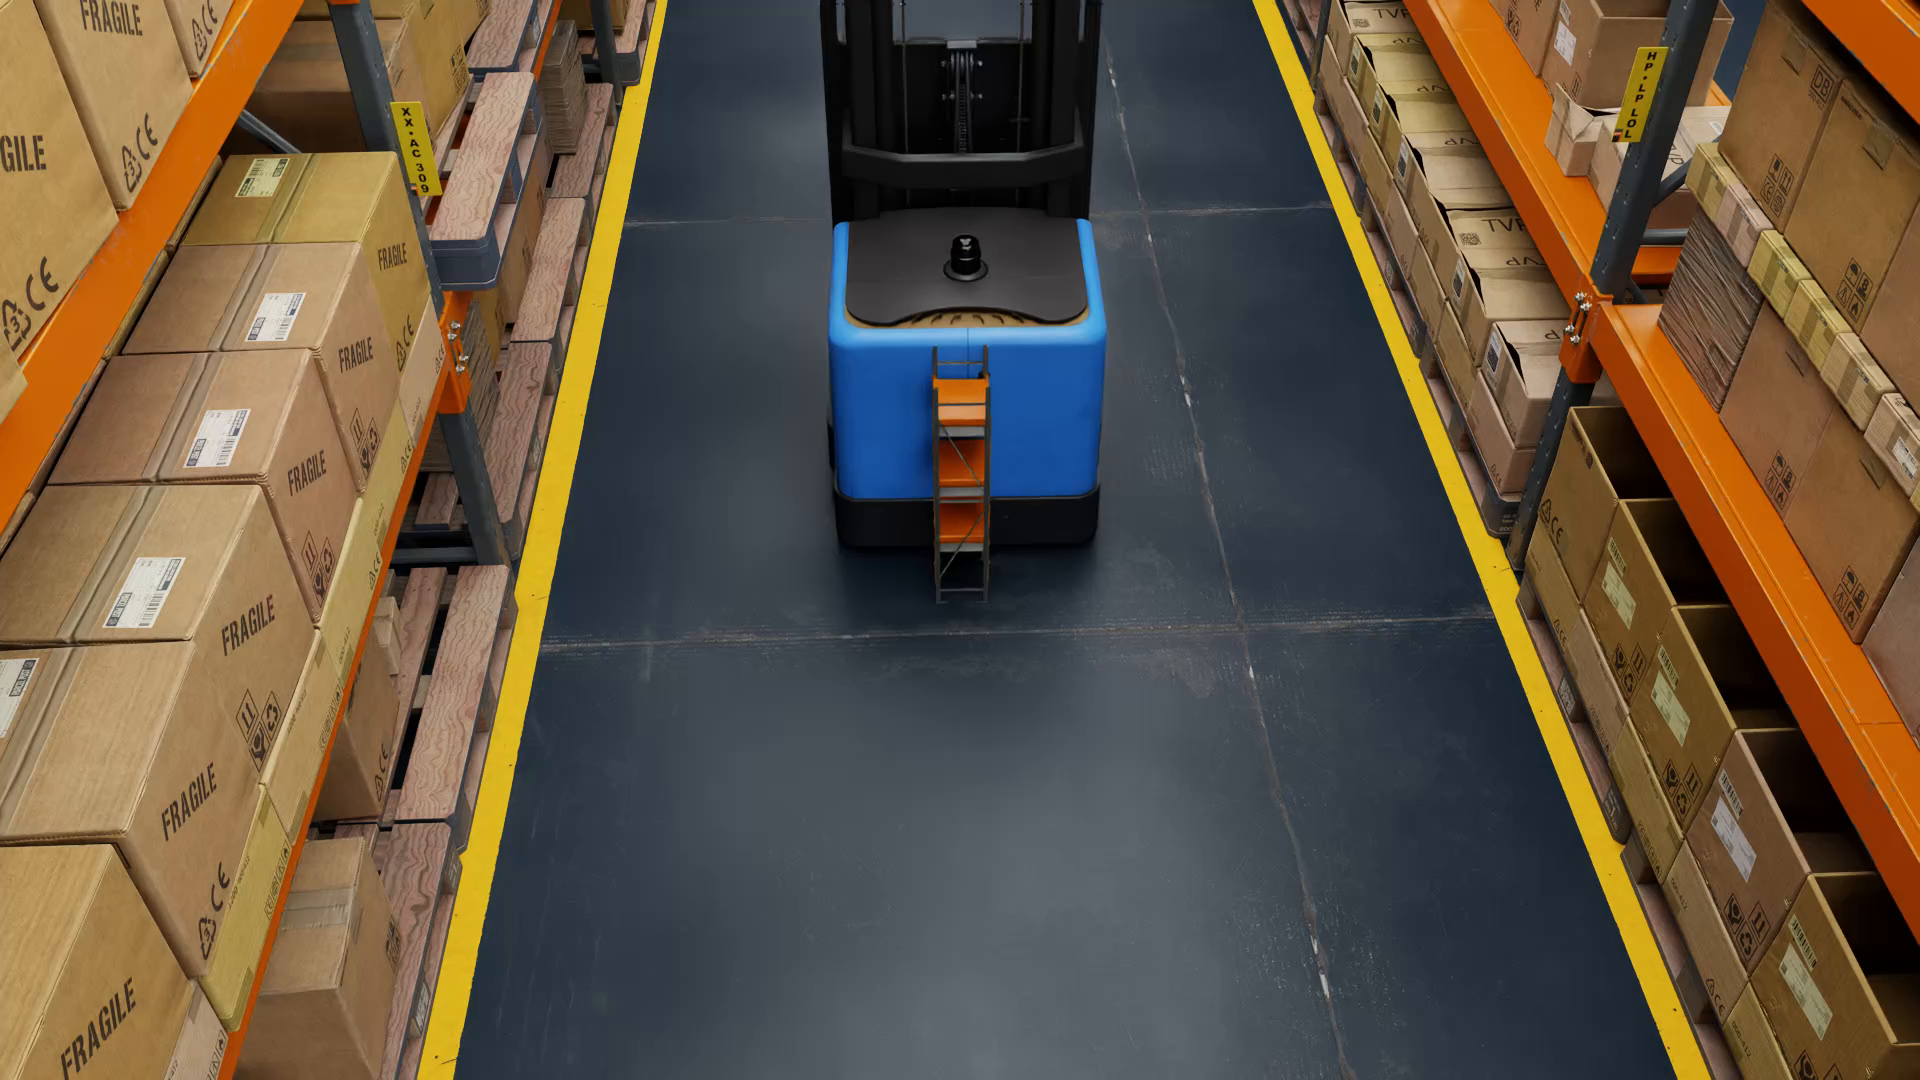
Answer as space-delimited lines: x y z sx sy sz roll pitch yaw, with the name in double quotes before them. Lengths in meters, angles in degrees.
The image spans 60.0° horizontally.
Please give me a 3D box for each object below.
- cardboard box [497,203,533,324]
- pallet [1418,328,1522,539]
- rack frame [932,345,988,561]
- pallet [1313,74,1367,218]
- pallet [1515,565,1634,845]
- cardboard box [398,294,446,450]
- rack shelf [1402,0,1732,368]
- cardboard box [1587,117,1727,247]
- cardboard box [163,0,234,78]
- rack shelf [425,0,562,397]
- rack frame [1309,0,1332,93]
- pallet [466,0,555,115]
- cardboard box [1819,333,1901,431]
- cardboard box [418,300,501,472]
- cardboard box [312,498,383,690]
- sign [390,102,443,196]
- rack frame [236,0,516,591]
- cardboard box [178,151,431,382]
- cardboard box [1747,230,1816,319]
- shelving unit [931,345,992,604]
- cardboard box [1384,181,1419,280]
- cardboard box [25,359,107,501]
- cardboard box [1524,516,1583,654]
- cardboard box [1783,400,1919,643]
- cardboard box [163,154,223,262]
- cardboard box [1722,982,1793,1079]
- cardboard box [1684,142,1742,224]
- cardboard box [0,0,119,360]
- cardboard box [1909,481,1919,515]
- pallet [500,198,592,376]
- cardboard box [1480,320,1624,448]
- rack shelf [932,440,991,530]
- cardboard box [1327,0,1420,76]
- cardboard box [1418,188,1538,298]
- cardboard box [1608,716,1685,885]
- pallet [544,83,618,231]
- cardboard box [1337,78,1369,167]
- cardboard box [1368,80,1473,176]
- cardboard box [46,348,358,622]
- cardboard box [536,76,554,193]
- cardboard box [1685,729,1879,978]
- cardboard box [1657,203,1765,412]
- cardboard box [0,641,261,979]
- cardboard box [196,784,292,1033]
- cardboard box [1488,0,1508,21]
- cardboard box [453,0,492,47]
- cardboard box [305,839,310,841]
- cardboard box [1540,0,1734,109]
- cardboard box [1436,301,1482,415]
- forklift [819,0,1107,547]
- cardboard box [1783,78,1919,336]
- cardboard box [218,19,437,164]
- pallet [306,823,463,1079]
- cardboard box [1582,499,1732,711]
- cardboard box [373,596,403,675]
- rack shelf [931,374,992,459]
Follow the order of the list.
"cardboard box" -2.354 -1.317 7.491 0.700 0.500 0.500 -1 43 -1
"pallet" 2.626 -0.500 7.139 1.003 0.211 1.213 -2 43 -2
"rack frame" 0.002 -0.306 6.307 0.200 1.050 0.008 -1 43 -1
"pallet" 2.522 -2.147 8.936 1.003 0.211 1.213 -2 43 -2
"pallet" 2.688 0.534 6.011 1.003 0.211 1.213 -2 43 -2
"cardboard box" -1.930 -0.528 5.202 0.500 0.250 0.500 -2 43 -2
"rack shelf" 2.611 -2.117 7.372 1.077 0.370 4.000 -2 43 -2
"cardboard box" 2.632 -1.307 6.067 0.500 0.250 0.500 1 43 1
"cardboard box" -1.976 -1.361 3.706 0.500 0.500 0.500 -5 43 -5
"rack shelf" -2.338 -1.972 7.214 1.077 0.370 4.000 -2 43 -2
"rack frame" 2.526 -3.732 8.602 1.000 3.000 0.127 -2 43 -2
"pallet" -2.298 -2.181 7.052 1.003 0.211 1.213 -2 43 -2
"cardboard box" 2.559 -0.431 4.446 0.380 0.149 0.250 -3 43 -3
"cardboard box" -2.301 -0.624 6.735 0.700 0.500 0.500 0 43 0
"cardboard box" -1.880 0.148 4.465 0.500 0.250 0.500 -2 43 -2
"sign" -1.711 -1.227 5.228 0.100 0.325 0.005 -2 43 -2
"rack frame" -2.253 -0.887 5.498 1.000 3.000 0.127 -2 43 -2
"cardboard box" -1.924 -0.805 4.950 0.500 0.500 0.500 -2 43 -2
"cardboard box" 2.538 -0.777 4.824 0.380 0.149 0.250 -3 43 -3
"shelving unit" 0.004 -0.223 6.217 0.215 1.050 0.252 -1 43 -1
"cardboard box" 2.327 -1.475 7.863 0.500 0.250 0.500 -1 43 -1
"cardboard box" -2.408 -0.106 4.187 0.500 0.500 0.500 -1 43 -1
"cardboard box" 2.413 0.149 6.092 0.500 0.250 0.500 -2 43 -2
"cardboard box" 2.768 -0.074 4.537 0.700 0.500 0.500 -1 43 -1
"cardboard box" -2.442 -0.792 4.935 0.500 0.500 0.500 -3 43 -3
"cardboard box" 2.492 1.499 4.618 0.500 0.250 0.500 -2 43 -2
"cardboard box" 2.514 -1.121 5.199 0.380 0.149 0.250 -2 43 -2
"cardboard box" -1.905 -0.645 2.925 0.500 0.500 0.500 1 43 1
"cardboard box" 2.583 -0.075 4.058 0.380 0.149 0.250 -2 43 -2
"pallet" -2.342 -1.210 7.914 1.003 0.211 1.213 -2 43 -2
"cardboard box" 2.392 -0.645 6.542 0.500 0.311 0.500 -2 43 -2
"rack shelf" 0.004 -0.215 6.224 0.215 0.259 0.240 -1 43 -1
"cardboard box" 2.255 -2.718 8.804 0.500 0.311 0.500 0 43 0
"cardboard box" 2.345 -1.333 7.293 0.500 0.311 0.500 -2 43 -2
"cardboard box" 2.445 0.824 5.355 0.500 0.250 0.500 -2 43 -2
"pallet" -2.391 -2.032 8.810 1.003 0.211 1.213 -2 43 -2
"cardboard box" 2.277 -2.172 8.624 0.500 0.250 0.500 -3 43 -3
"cardboard box" 2.305 -2.019 8.042 0.500 0.311 0.500 -3 43 -3
"cardboard box" -1.886 -0.128 4.211 0.500 0.500 0.500 -3 43 -3
"cardboard box" -2.434 -1.992 8.228 0.700 0.500 0.500 -2 43 -2
"cardboard box" 2.469 0.885 4.733 0.500 0.500 0.500 -2 43 -2
"cardboard box" 2.721 -0.769 5.295 0.700 0.500 0.500 -3 43 -3
"cardboard box" -1.830 0.571 3.448 0.500 0.500 0.500 -3 43 -3
"cardboard box" -1.839 0.829 3.722 0.500 0.250 0.500 -2 43 -2
"cardboard box" 2.614 -2.636 7.332 0.500 0.500 0.500 -4 43 -4
"cardboard box" -2.316 -2.252 6.587 0.700 0.500 0.500 4 43 4
"cardboard box" -2.205 1.082 5.134 0.380 0.149 0.250 -5 43 -5
"cardboard box" 2.657 -1.943 6.576 0.500 0.500 0.500 1 43 1
"cardboard box" 2.369 -0.786 7.112 0.500 0.250 0.500 -2 43 -2
"forklift" -0.004 -2.030 6.796 1.130 2.935 3.031 -1 43 -1
"cardboard box" 2.744 -0.906 4.485 0.700 0.500 0.500 -2 43 -2
"cardboard box" -2.241 -1.430 5.691 0.700 0.500 0.500 -2 43 -2
"pallet" -2.134 1.419 5.046 1.003 0.211 1.213 -2 43 -2
"cardboard box" 2.432 0.210 5.470 0.500 0.500 0.500 -2 43 -2
"cardboard box" -2.200 0.356 5.913 0.380 0.166 0.250 -7 43 -7
"rack shelf" 0.004 -0.425 6.032 0.215 0.259 0.240 -1 43 -1
